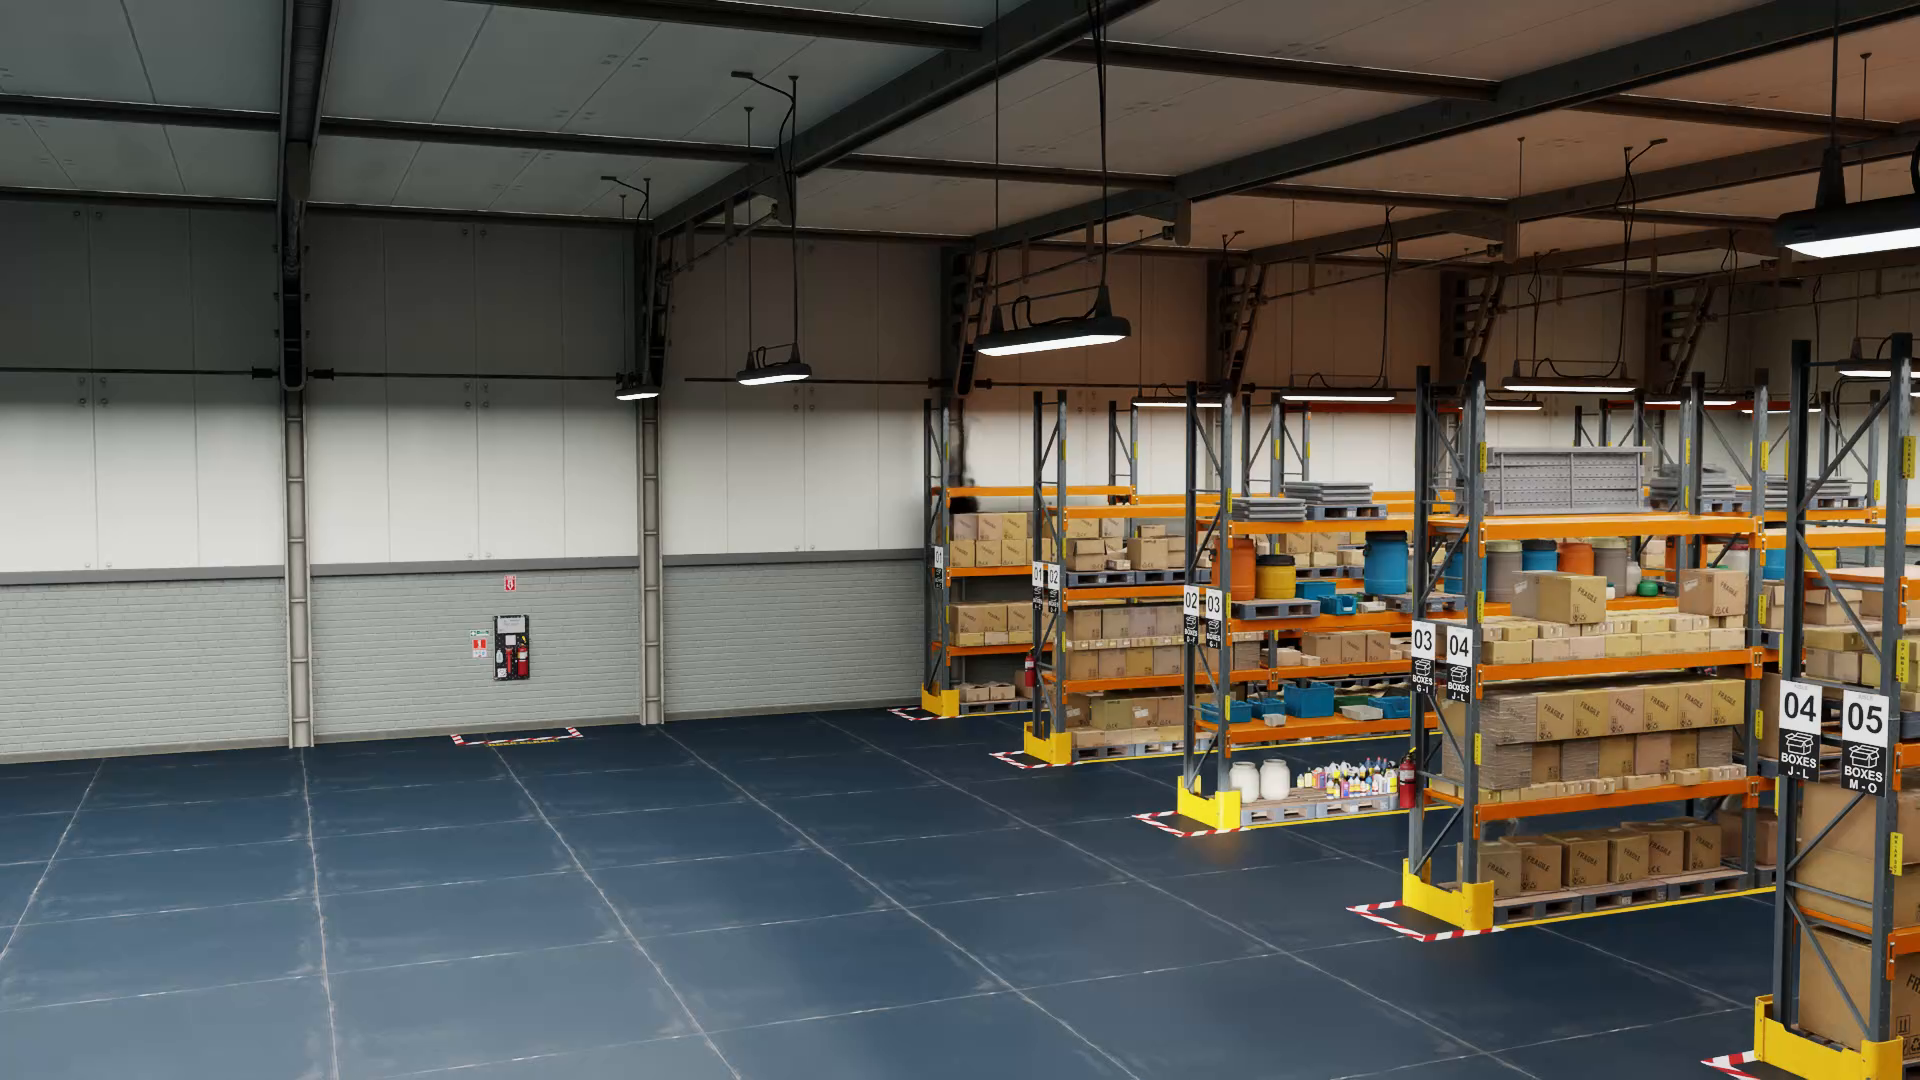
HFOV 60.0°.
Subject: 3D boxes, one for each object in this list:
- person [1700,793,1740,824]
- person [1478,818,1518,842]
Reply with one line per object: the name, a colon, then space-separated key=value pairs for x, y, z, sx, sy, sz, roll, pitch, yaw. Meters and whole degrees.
person: x=9.904 y=3.146 z=21.569 sx=0.728 sy=1.566 sz=0.644 roll=-1 pitch=4 yaw=-18
person: x=6.654 y=3.164 z=20.758 sx=0.852 sy=1.631 sz=0.619 roll=-2 pitch=4 yaw=-28
